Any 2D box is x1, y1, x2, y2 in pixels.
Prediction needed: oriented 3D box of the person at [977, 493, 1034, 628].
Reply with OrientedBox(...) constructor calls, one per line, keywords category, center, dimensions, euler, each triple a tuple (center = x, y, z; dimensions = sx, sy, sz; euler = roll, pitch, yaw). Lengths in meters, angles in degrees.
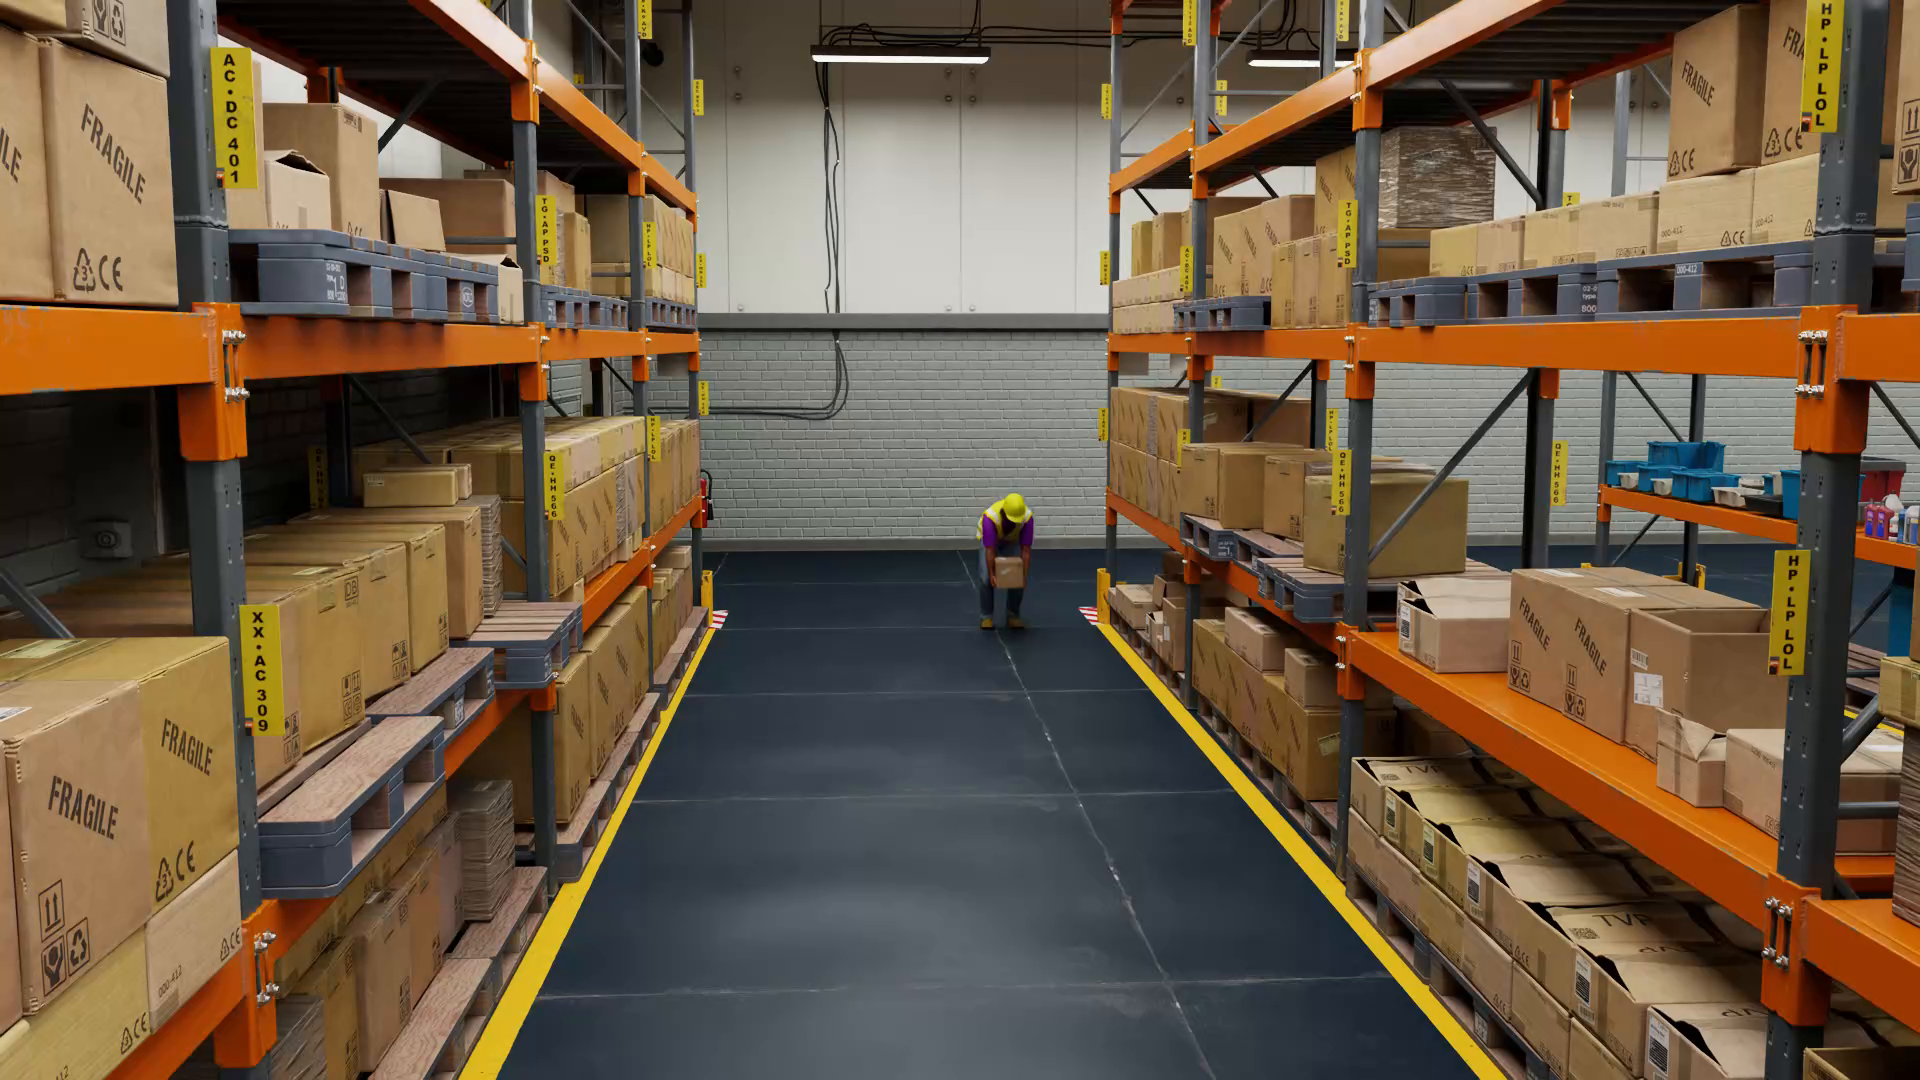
OrientedBox(category="person", center=(0.441, 0.194, 15.788), dimensions=(0.491, 1.342, 0.912), euler=(-1, 7, -10))
